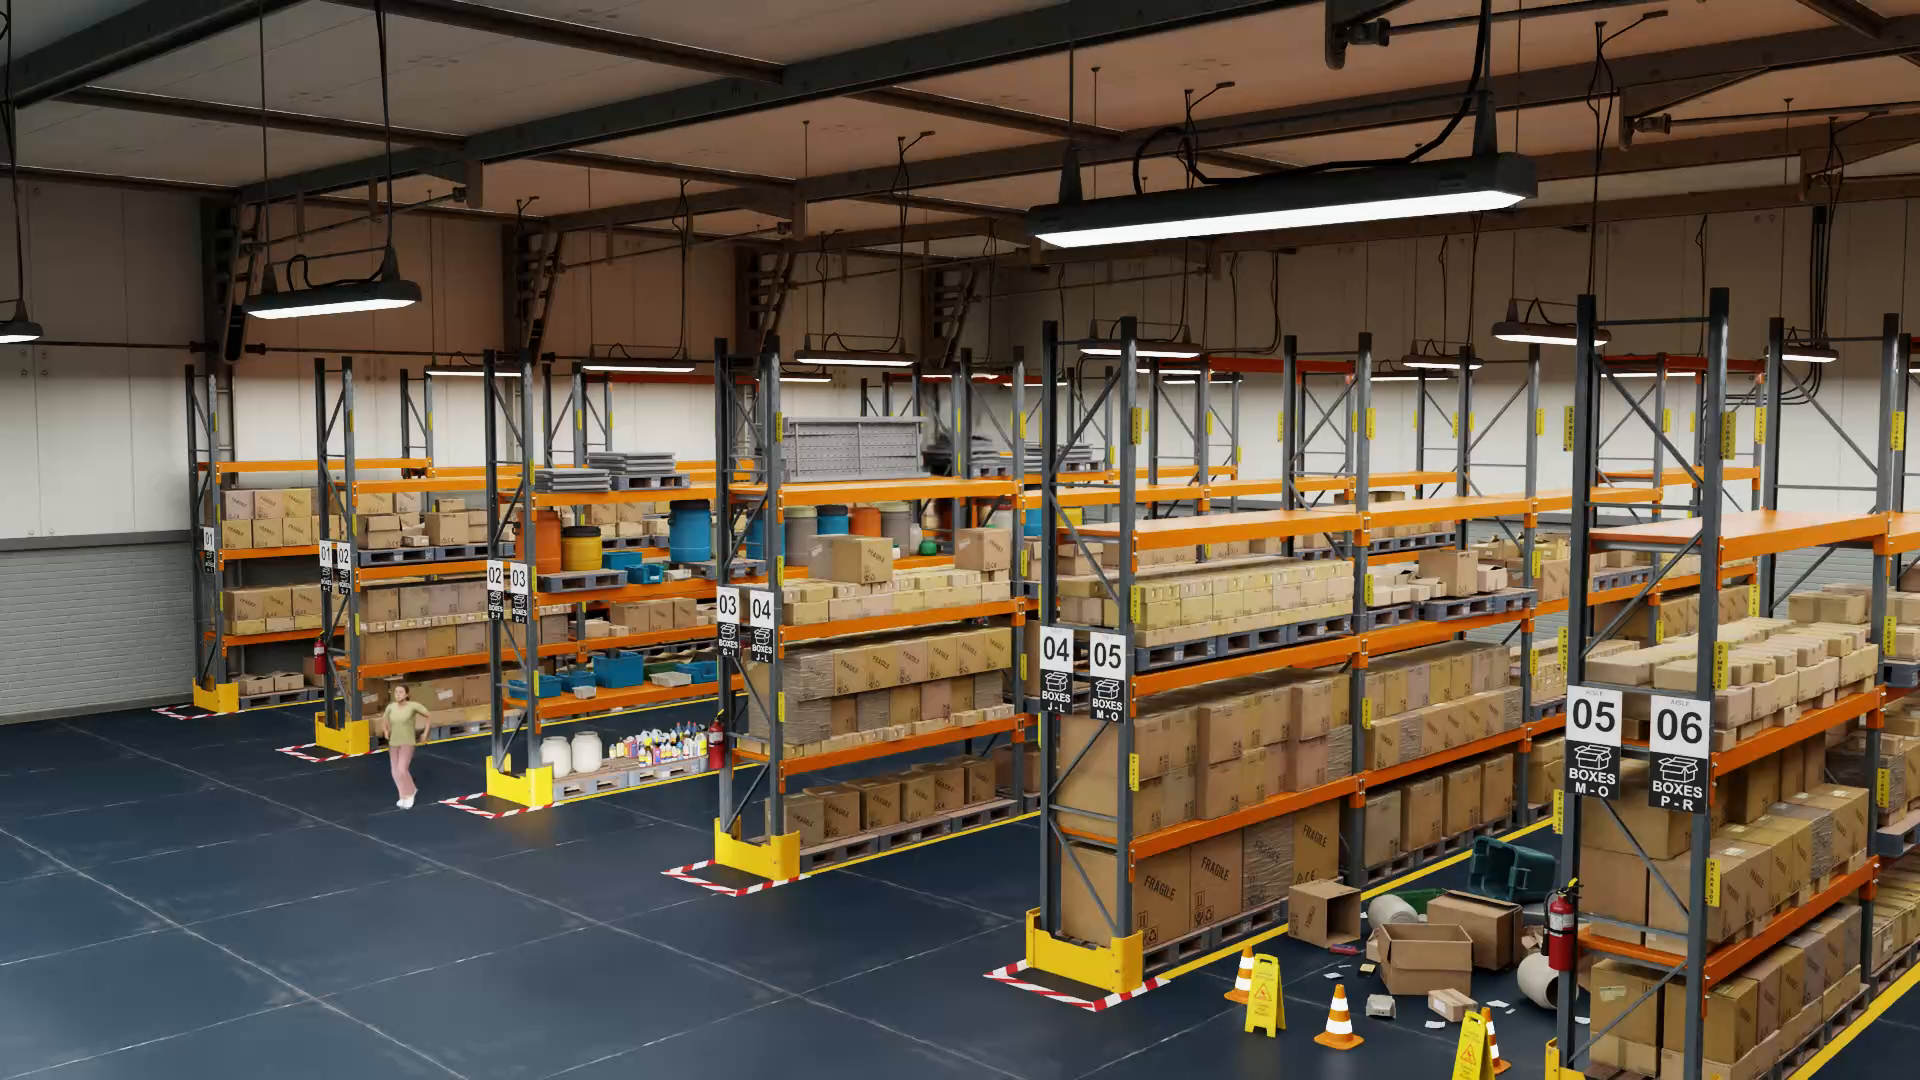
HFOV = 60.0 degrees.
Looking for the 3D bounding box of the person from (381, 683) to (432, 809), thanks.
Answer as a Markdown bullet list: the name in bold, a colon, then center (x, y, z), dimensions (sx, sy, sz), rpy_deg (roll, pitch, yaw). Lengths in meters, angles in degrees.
- **person**: center (-7.244, 2.684, 21.663), dimensions (0.605, 1.661, 0.609), rpy_deg (0, 4, 5)
